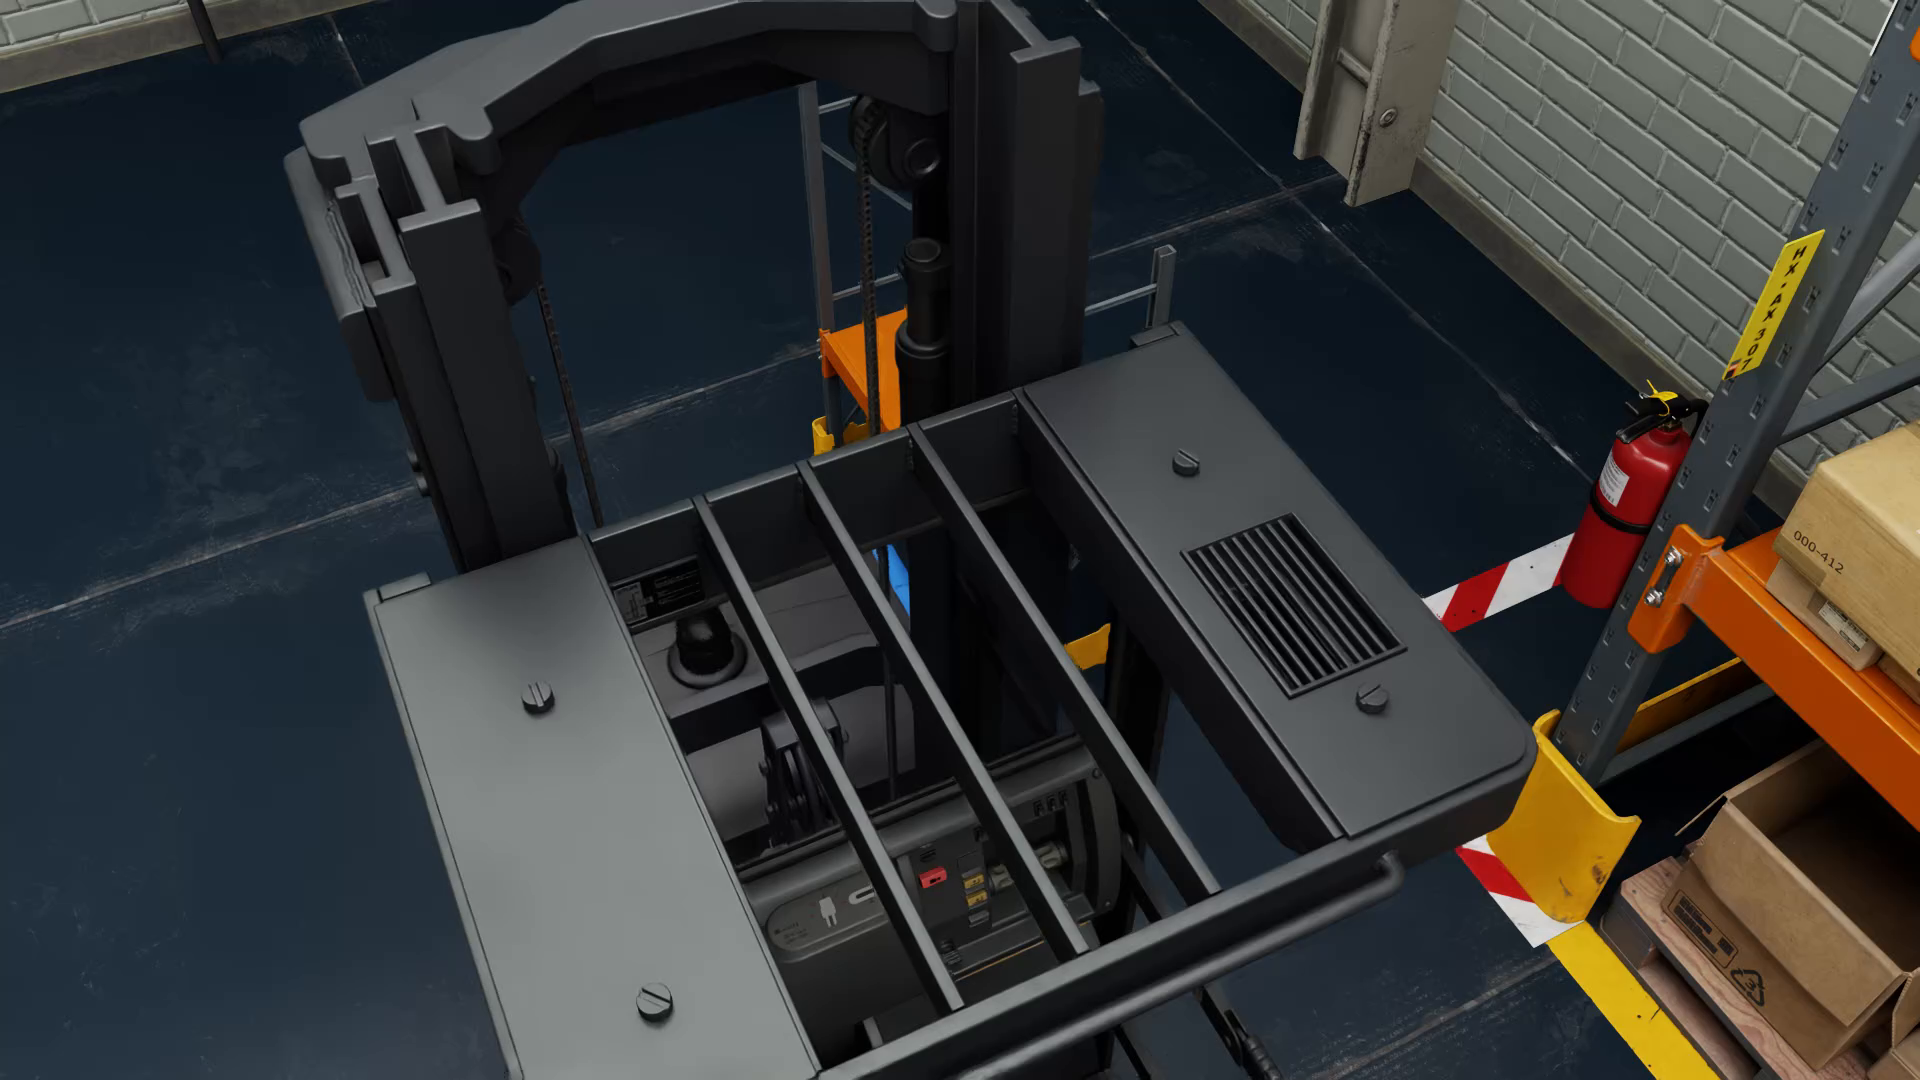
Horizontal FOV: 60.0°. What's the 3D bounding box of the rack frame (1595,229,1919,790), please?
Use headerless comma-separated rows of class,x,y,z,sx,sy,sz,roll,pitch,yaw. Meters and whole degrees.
rack frame,1.973,-0.328,3.544,0.949,2.616,0.053,-21,52,-18

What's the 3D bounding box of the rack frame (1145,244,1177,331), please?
rack frame,0.272,-0.096,4.338,0.500,1.500,0.032,-21,52,-18

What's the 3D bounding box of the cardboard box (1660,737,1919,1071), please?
cardboard box,2.172,0.796,3.940,0.797,0.503,0.637,-23,53,-19

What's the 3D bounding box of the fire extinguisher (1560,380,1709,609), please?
fire extinguisher,1.498,-0.121,3.662,0.296,0.674,0.183,-21,52,-18

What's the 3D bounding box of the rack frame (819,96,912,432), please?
rack frame,-0.192,-0.777,4.934,0.475,1.308,0.013,-21,52,-18

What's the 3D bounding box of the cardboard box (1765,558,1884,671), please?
cardboard box,1.883,0.068,3.365,0.380,0.149,0.250,-22,52,-18

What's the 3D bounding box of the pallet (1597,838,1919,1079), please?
pallet,2.377,1.173,4.084,1.003,0.211,1.213,-21,52,-18

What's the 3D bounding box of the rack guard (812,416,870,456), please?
rack guard,-0.193,-0.365,5.403,0.587,0.250,0.087,-21,52,-18

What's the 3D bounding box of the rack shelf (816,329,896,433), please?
rack shelf,0.039,-0.318,4.771,0.538,0.185,1.000,-21,52,-18

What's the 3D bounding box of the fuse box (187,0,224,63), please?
fuse box,-3.102,-2.585,6.374,0.539,1.711,0.414,-21,52,-18

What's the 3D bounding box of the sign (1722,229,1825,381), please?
sign,1.494,-0.428,3.056,0.100,0.325,0.005,-21,52,-18

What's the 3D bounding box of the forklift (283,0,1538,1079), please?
forklift,-0.061,0.768,2.631,1.130,2.935,3.031,-20,52,-17

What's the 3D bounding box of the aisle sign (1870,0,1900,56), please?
aisle sign,1.684,-1.130,2.518,0.394,0.787,0.004,-21,52,-18

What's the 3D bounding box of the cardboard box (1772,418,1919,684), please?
cardboard box,1.944,0.018,3.143,0.500,0.250,0.500,-21,52,-17

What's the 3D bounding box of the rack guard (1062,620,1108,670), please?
rack guard,0.263,0.302,4.820,0.587,0.250,0.087,-21,52,-18

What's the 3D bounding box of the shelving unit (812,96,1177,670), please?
shelving unit,0.035,-0.443,4.641,0.587,1.500,1.083,-21,52,-18

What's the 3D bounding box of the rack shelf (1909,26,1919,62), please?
rack shelf,2.891,0.258,1.516,1.077,0.370,4.000,-21,52,-18
